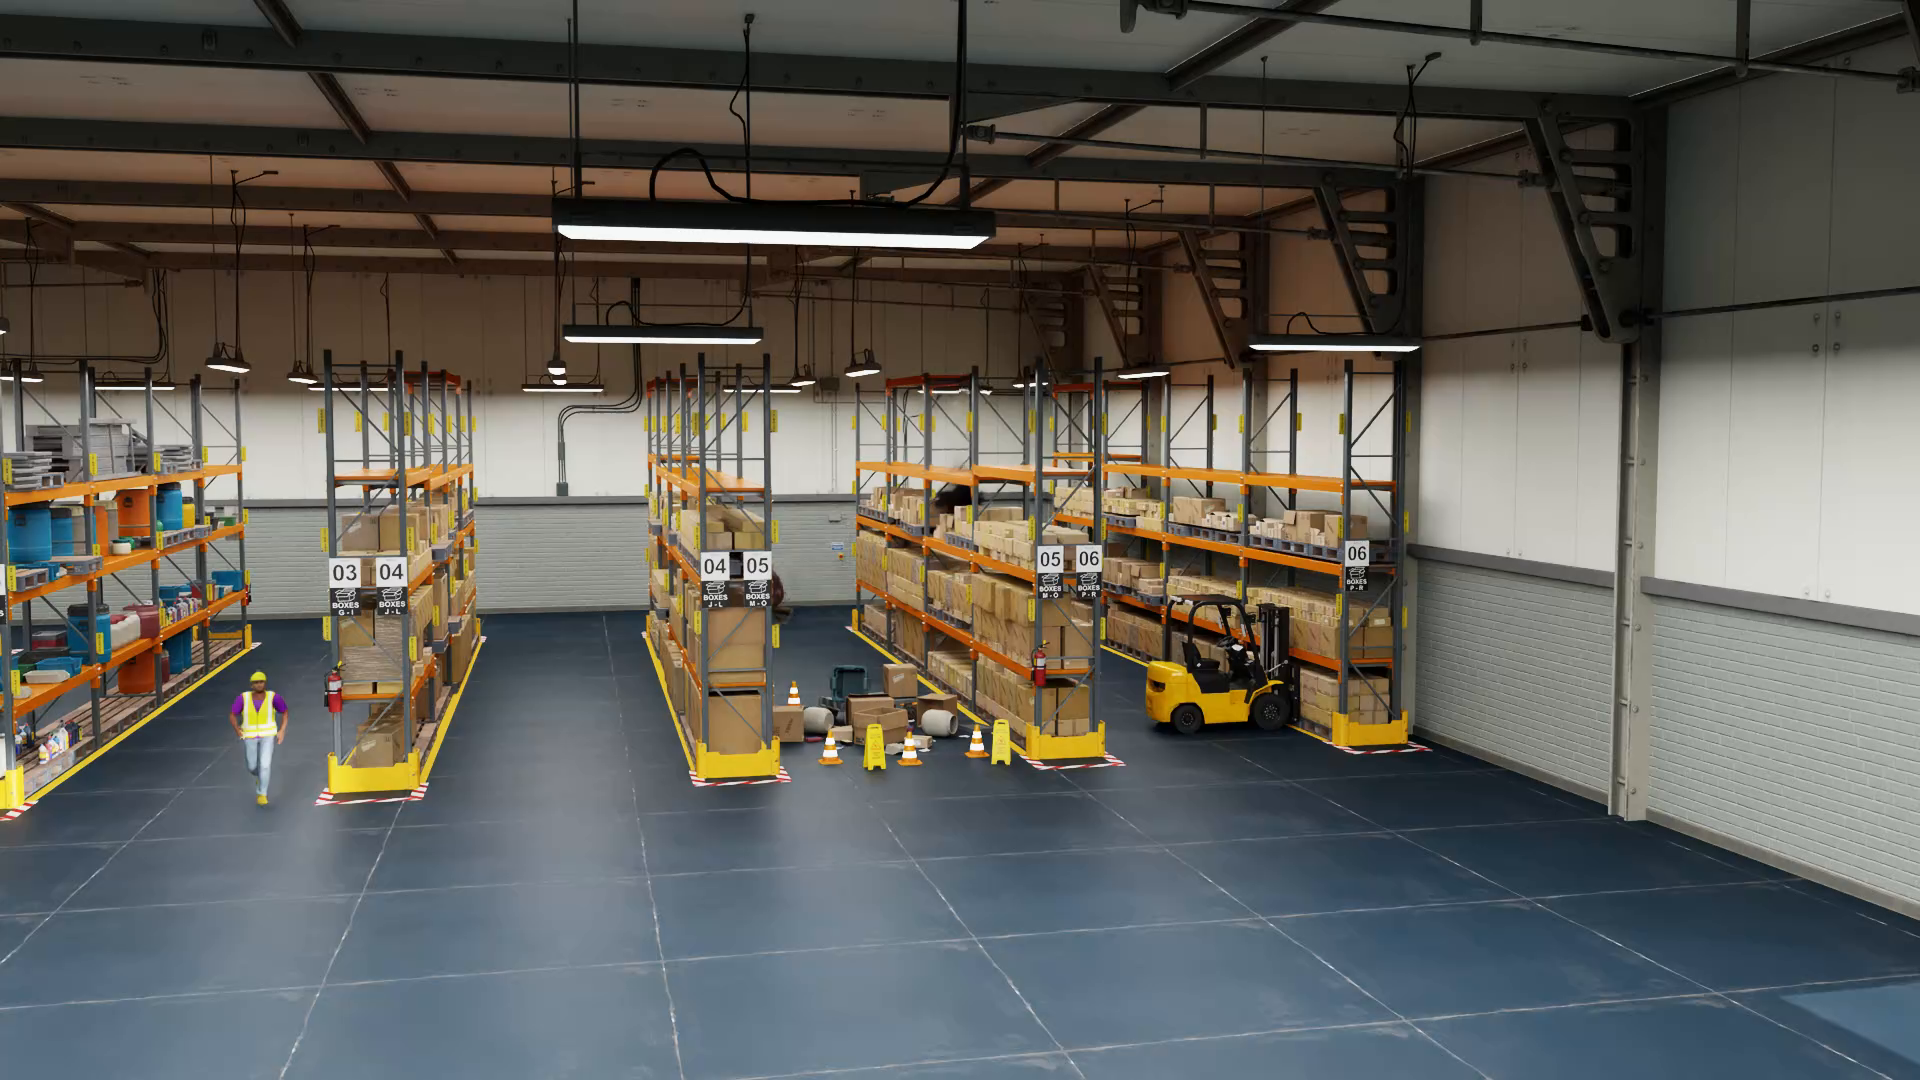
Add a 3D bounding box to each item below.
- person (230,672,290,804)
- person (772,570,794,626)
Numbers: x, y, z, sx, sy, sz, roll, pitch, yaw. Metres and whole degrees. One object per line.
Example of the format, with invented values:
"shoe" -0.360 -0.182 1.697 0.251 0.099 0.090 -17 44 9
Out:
"person" -9.316 2.597 22.117 0.737 1.708 0.602 -1 4 -16
"person" -4.559 1.346 41.186 0.912 1.633 0.721 0 4 -7
